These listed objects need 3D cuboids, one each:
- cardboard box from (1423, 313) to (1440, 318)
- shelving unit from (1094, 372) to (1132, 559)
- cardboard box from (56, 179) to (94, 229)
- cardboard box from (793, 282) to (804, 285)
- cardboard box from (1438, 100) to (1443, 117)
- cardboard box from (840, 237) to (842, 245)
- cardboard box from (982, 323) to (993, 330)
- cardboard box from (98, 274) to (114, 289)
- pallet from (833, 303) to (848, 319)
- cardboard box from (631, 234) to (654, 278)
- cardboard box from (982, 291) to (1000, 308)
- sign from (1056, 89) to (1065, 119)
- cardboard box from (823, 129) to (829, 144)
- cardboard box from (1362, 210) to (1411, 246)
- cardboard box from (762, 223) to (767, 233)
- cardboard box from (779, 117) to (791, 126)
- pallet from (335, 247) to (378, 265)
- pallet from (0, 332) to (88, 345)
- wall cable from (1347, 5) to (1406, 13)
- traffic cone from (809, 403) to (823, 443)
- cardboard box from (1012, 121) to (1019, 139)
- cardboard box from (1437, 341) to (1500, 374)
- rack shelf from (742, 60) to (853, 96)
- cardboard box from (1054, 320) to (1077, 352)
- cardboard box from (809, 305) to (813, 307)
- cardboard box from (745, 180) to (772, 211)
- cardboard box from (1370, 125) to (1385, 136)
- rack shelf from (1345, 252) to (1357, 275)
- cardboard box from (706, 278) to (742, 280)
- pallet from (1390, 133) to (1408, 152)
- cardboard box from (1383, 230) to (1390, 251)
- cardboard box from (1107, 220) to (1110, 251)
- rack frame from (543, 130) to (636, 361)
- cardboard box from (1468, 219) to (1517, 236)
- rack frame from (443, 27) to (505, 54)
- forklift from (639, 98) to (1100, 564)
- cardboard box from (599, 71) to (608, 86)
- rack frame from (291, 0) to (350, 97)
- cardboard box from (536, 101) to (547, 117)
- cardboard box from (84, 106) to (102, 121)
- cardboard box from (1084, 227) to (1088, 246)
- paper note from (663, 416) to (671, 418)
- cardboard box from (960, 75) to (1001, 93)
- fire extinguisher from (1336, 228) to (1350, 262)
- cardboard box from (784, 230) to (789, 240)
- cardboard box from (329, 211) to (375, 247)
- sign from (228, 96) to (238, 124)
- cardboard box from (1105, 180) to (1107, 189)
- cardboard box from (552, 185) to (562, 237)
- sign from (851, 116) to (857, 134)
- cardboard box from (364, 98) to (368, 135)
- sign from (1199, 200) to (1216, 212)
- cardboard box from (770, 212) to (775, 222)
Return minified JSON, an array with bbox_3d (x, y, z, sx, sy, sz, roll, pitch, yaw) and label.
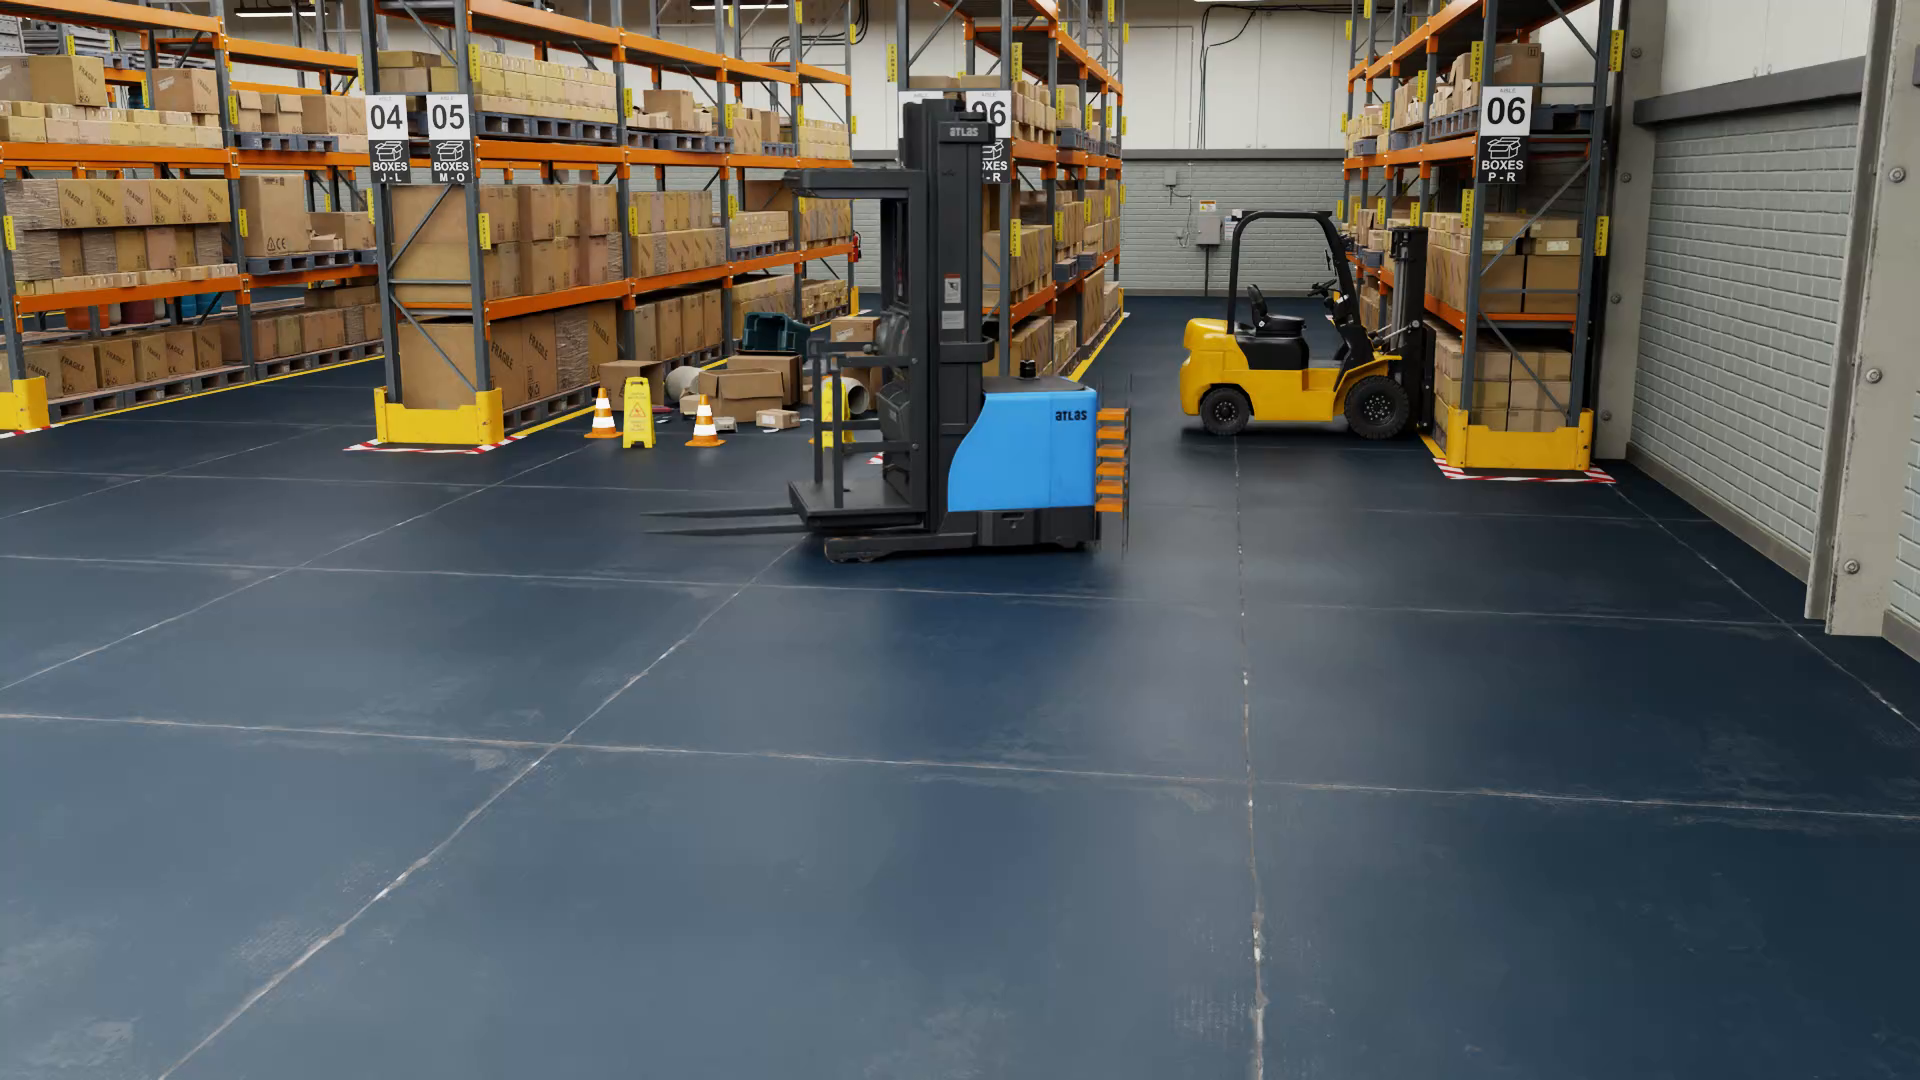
[{"bbox_3d":[5.783,-2.424,20.260,0.875,0.625,0.625,1,12,6],"label":"cardboard box"},{"bbox_3d":[1.003,-0.489,10.915,0.189,1.200,0.258,3,13,14],"label":"shelving unit"},{"bbox_3d":[-9.402,-3.494,17.267,0.500,0.500,0.500,2,12,9],"label":"cardboard box"},{"bbox_3d":[-3.007,-4.533,29.765,0.380,0.149,0.250,2,12,11],"label":"cardboard box"},{"bbox_3d":[4.986,-4.307,16.599,0.380,0.149,0.250,2,12,10],"label":"cardboard box"},{"bbox_3d":[-2.363,-5.447,30.244,0.380,0.149,0.250,2,12,8],"label":"cardboard box"},{"bbox_3d":[0.058,-2.007,17.434,0.500,0.500,0.500,3,12,12],"label":"cardboard box"},{"bbox_3d":[-9.375,-2.790,17.917,0.380,0.149,0.250,2,12,9],"label":"cardboard box"},{"bbox_3d":[-2.665,-4.203,30.495,1.003,0.211,1.213,2,12,9],"label":"pallet"},{"bbox_3d":[-3.992,-3.402,19.920,0.500,0.500,0.500,2,12,9],"label":"cardboard box"},{"bbox_3d":[0.209,-2.221,15.276,0.380,0.149,0.250,2,12,9],"label":"cardboard box"},{"bbox_3d":[1.105,-4.816,18.372,0.100,0.325,0.005,2,12,9],"label":"sign"},{"bbox_3d":[-2.561,-6.965,28.744,0.500,0.250,0.500,1,12,6],"label":"cardboard box"},{"bbox_3d":[6.207,-4.507,24.054,0.700,0.500,0.500,2,12,8],"label":"cardboard box"},{"bbox_3d":[-3.174,-4.781,25.453,0.380,0.149,0.250,2,12,9],"label":"cardboard box"},{"bbox_3d":[-2.825,-6.802,27.040,0.380,0.149,0.250,2,12,8],"label":"cardboard box"},{"bbox_3d":[-8.614,-4.021,23.486,1.213,0.211,1.003,2,12,9],"label":"pallet"},{"bbox_3d":[-13.661,-2.904,24.466,1.003,0.211,1.213,2,12,9],"label":"pallet"},{"bbox_3d":[9.451,-12.235,33.706,2.988,3.039,0.133,2,12,9],"label":"wall cable"},{"bbox_3d":[-1.256,-1.171,15.829,0.336,0.463,0.334,2,12,9],"label":"traffic cone"},{"bbox_3d":[0.324,-3.682,14.934,0.380,0.149,0.250,2,12,9],"label":"cardboard box"},{"bbox_3d":[4.693,-1.682,15.336,0.500,0.250,0.500,2,12,10],"label":"cardboard box"},{"bbox_3d":[-2.801,-7.913,28.566,1.077,0.370,4.000,2,12,9],"label":"rack shelf"},{"bbox_3d":[1.086,-2.749,22.368,0.950,0.372,0.625,1,12,5],"label":"cardboard box"},{"bbox_3d":[-2.707,-3.903,28.255,0.380,0.149,0.250,2,12,8],"label":"cardboard box"},{"bbox_3d":[-3.304,-5.707,27.538,0.500,0.500,0.500,1,12,7],"label":"cardboard box"},{"bbox_3d":[6.053,-5.845,23.739,0.380,0.149,0.250,2,12,10],"label":"cardboard box"},{"bbox_3d":[7.011,-4.683,27.809,1.077,0.370,4.000,2,12,9],"label":"rack shelf"},{"bbox_3d":[-3.646,-3.905,25.650,0.500,0.250,0.500,2,12,11],"label":"cardboard box"},{"bbox_3d":[6.072,-5.015,20.972,1.213,0.211,1.003,2,12,11],"label":"pallet"},{"bbox_3d":[5.754,-3.873,21.512,0.500,0.250,0.500,2,12,9],"label":"cardboard box"},{"bbox_3d":[2.210,-5.021,27.432,0.500,0.500,0.500,2,12,9],"label":"cardboard box"},{"bbox_3d":[-4.339,-3.252,19.463,1.000,3.000,0.127,2,12,9],"label":"rack frame"},{"bbox_3d":[4.712,-2.765,14.720,0.380,0.149,0.250,2,12,9],"label":"cardboard box"},{"bbox_3d":[-7.994,-8.032,27.401,1.000,3.000,0.127,2,12,9],"label":"rack frame"},{"bbox_3d":[-0.630,-1.401,11.036,3.031,2.935,1.130,-3,12,-12],"label":"forklift"},{"bbox_3d":[-4.119,-5.100,18.389,0.380,0.149,0.250,2,12,8],"label":"cardboard box"},{"bbox_3d":[-12.273,-9.025,32.010,1.000,3.000,0.127,2,12,9],"label":"rack frame"},{"bbox_3d":[-4.391,-4.341,16.757,0.380,0.149,0.250,2,12,8],"label":"cardboard box"},{"bbox_3d":[-9.335,-4.508,17.583,0.380,0.149,0.250,1,12,6],"label":"cardboard box"},{"bbox_3d":[1.505,-4.214,23.095,0.500,0.250,0.500,2,12,8],"label":"cardboard box"},{"bbox_3d":[-3.070,-1.289,17.449,0.032,0.001,0.123,10,15,38],"label":"paper note"},{"bbox_3d":[0.209,-4.081,14.892,0.380,0.149,0.250,2,12,8],"label":"cardboard box"},{"bbox_3d":[6.884,-5.276,29.924,0.296,0.674,0.183,2,12,9],"label":"fire extinguisher"},{"bbox_3d":[-2.974,-4.911,26.759,0.380,0.149,0.250,2,12,7],"label":"cardboard box"},{"bbox_3d":[-8.653,-4.407,23.587,0.500,0.500,0.500,0,12,2],"label":"cardboard box"},{"bbox_3d":[-8.687,-5.137,19.861,0.100,0.325,0.005,2,12,9],"label":"sign"},{"bbox_3d":[2.223,-5.848,27.359,0.380,0.149,0.250,2,12,8],"label":"cardboard box"},{"bbox_3d":[-4.692,-3.441,17.419,0.875,0.550,0.500,2,12,9],"label":"cardboard box"},{"bbox_3d":[-1.948,-7.627,30.542,0.100,0.325,0.005,2,12,9],"label":"sign"},{"bbox_3d":[-8.435,-5.918,23.292,0.500,0.500,0.500,2,12,10],"label":"cardboard box"},{"bbox_3d":[5.288,-7.135,35.522,0.339,0.242,0.001,2,12,9],"label":"sign"},{"bbox_3d":[-3.100,-5.036,25.930,0.380,0.149,0.250,2,12,8],"label":"cardboard box"}]
